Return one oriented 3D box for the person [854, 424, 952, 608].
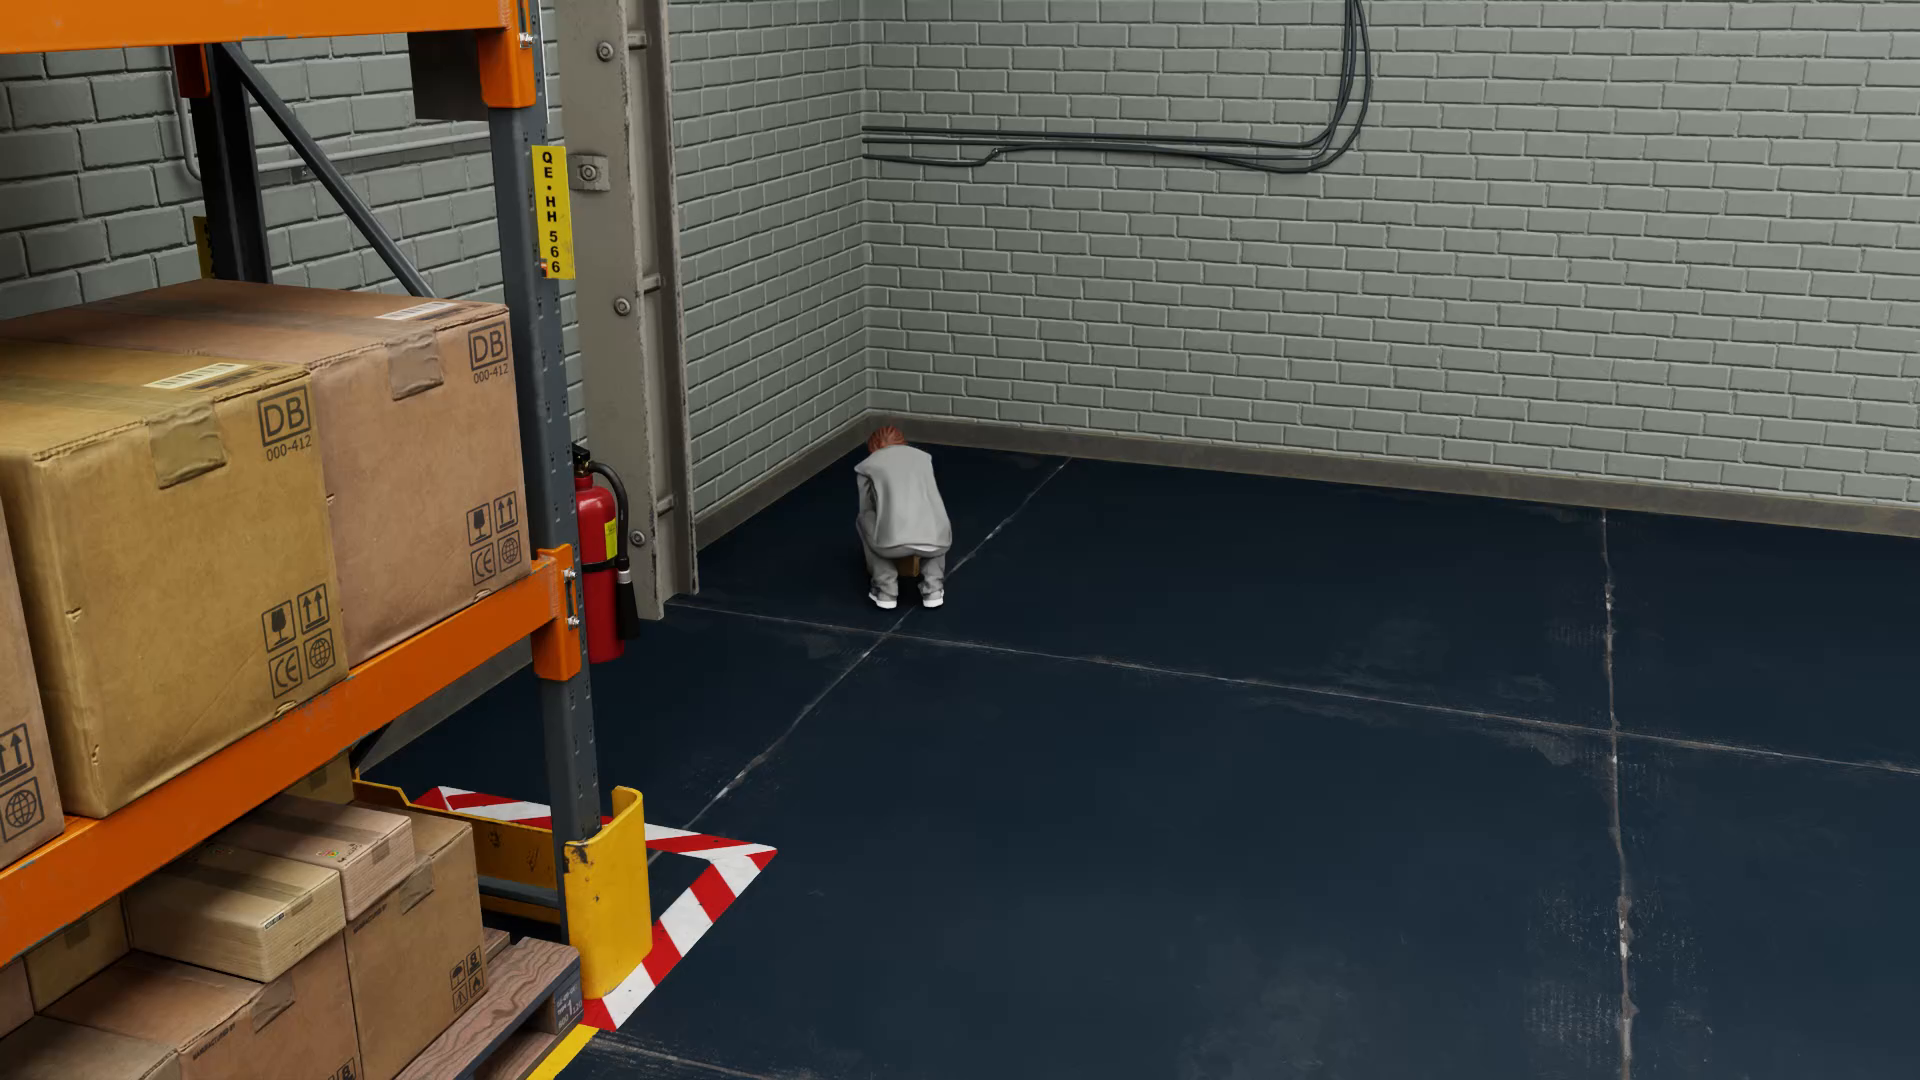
[{"bbox_3d":[-0.265,-0.090,7.745,0.436,0.753,0.865,-2,19,-6],"label":"person"}]
